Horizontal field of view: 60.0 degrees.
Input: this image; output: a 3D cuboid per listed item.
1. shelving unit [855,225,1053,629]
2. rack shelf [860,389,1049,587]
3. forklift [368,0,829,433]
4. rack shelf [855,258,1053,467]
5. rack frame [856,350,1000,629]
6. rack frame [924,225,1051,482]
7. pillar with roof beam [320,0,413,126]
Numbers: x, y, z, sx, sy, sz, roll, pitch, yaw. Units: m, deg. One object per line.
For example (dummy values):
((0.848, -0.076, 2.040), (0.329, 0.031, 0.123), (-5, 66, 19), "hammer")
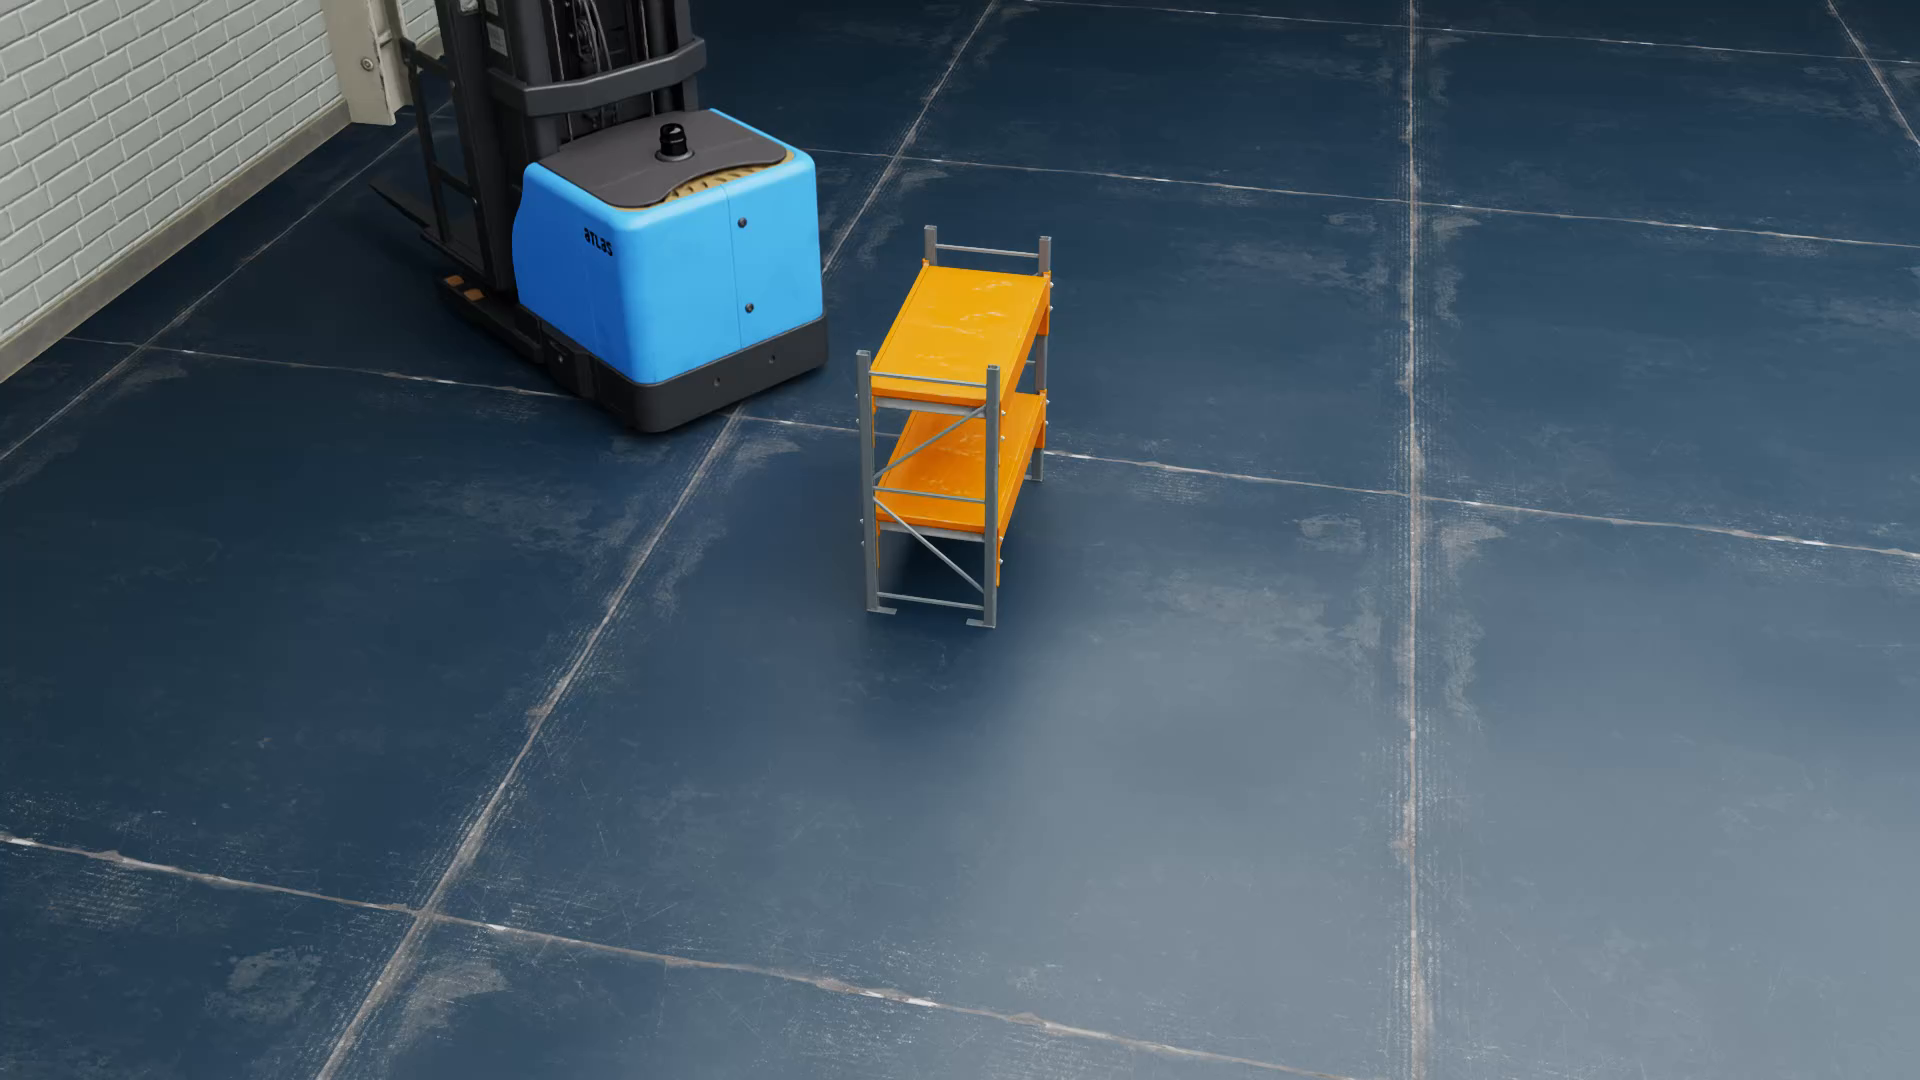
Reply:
((-0.001, -0.452, 6.415), (0.538, 1.125, 1.048), (7, 37, 10), "shelving unit")
((-0.001, -0.254, 6.558), (0.538, 0.278, 1.000), (7, 37, 10), "rack shelf")
((-1.973, -2.438, 7.617), (1.130, 2.935, 3.031), (-28, 44, -33), "forklift")
((-0.001, -0.689, 6.243), (0.538, 0.278, 1.000), (7, 37, 10), "rack shelf")
((-0.110, -0.160, 6.012), (0.500, 1.125, 0.032), (7, 37, 10), "rack frame")
((0.107, -0.743, 6.817), (0.500, 1.125, 0.032), (7, 37, 10), "rack frame")
((0.583, -5.801, 7.085), (9.100, 9.000, 0.400), (7, 37, 10), "pillar with roof beam")
